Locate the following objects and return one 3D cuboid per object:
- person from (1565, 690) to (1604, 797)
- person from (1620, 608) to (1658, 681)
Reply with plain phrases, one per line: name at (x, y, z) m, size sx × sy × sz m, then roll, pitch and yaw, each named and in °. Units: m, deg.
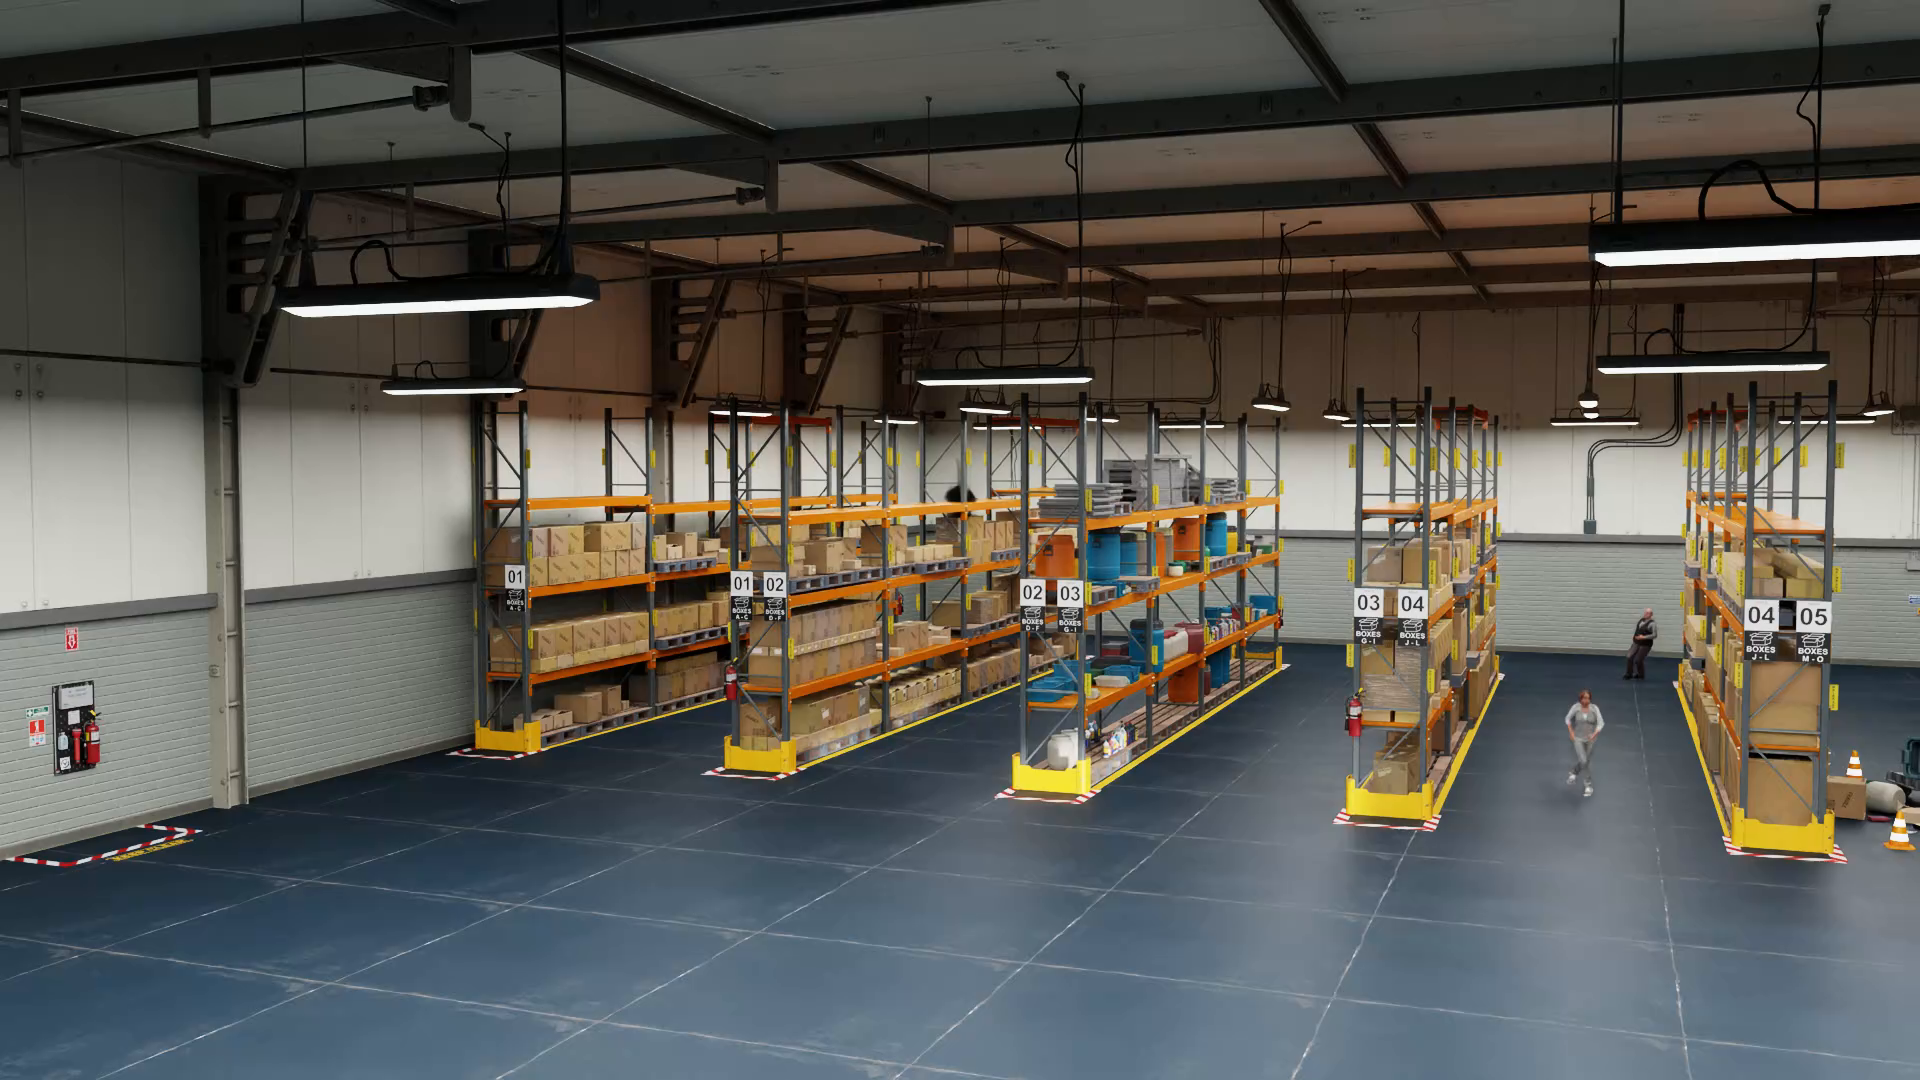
person at (9.354, 3.005, 24.969) m, size 0.512 × 1.574 × 0.719 m, roll 0°, pitch 3°, yaw 7°
person at (15.337, 2.367, 37.382) m, size 0.587 × 1.698 × 0.812 m, roll -1°, pitch 3°, yaw -28°
